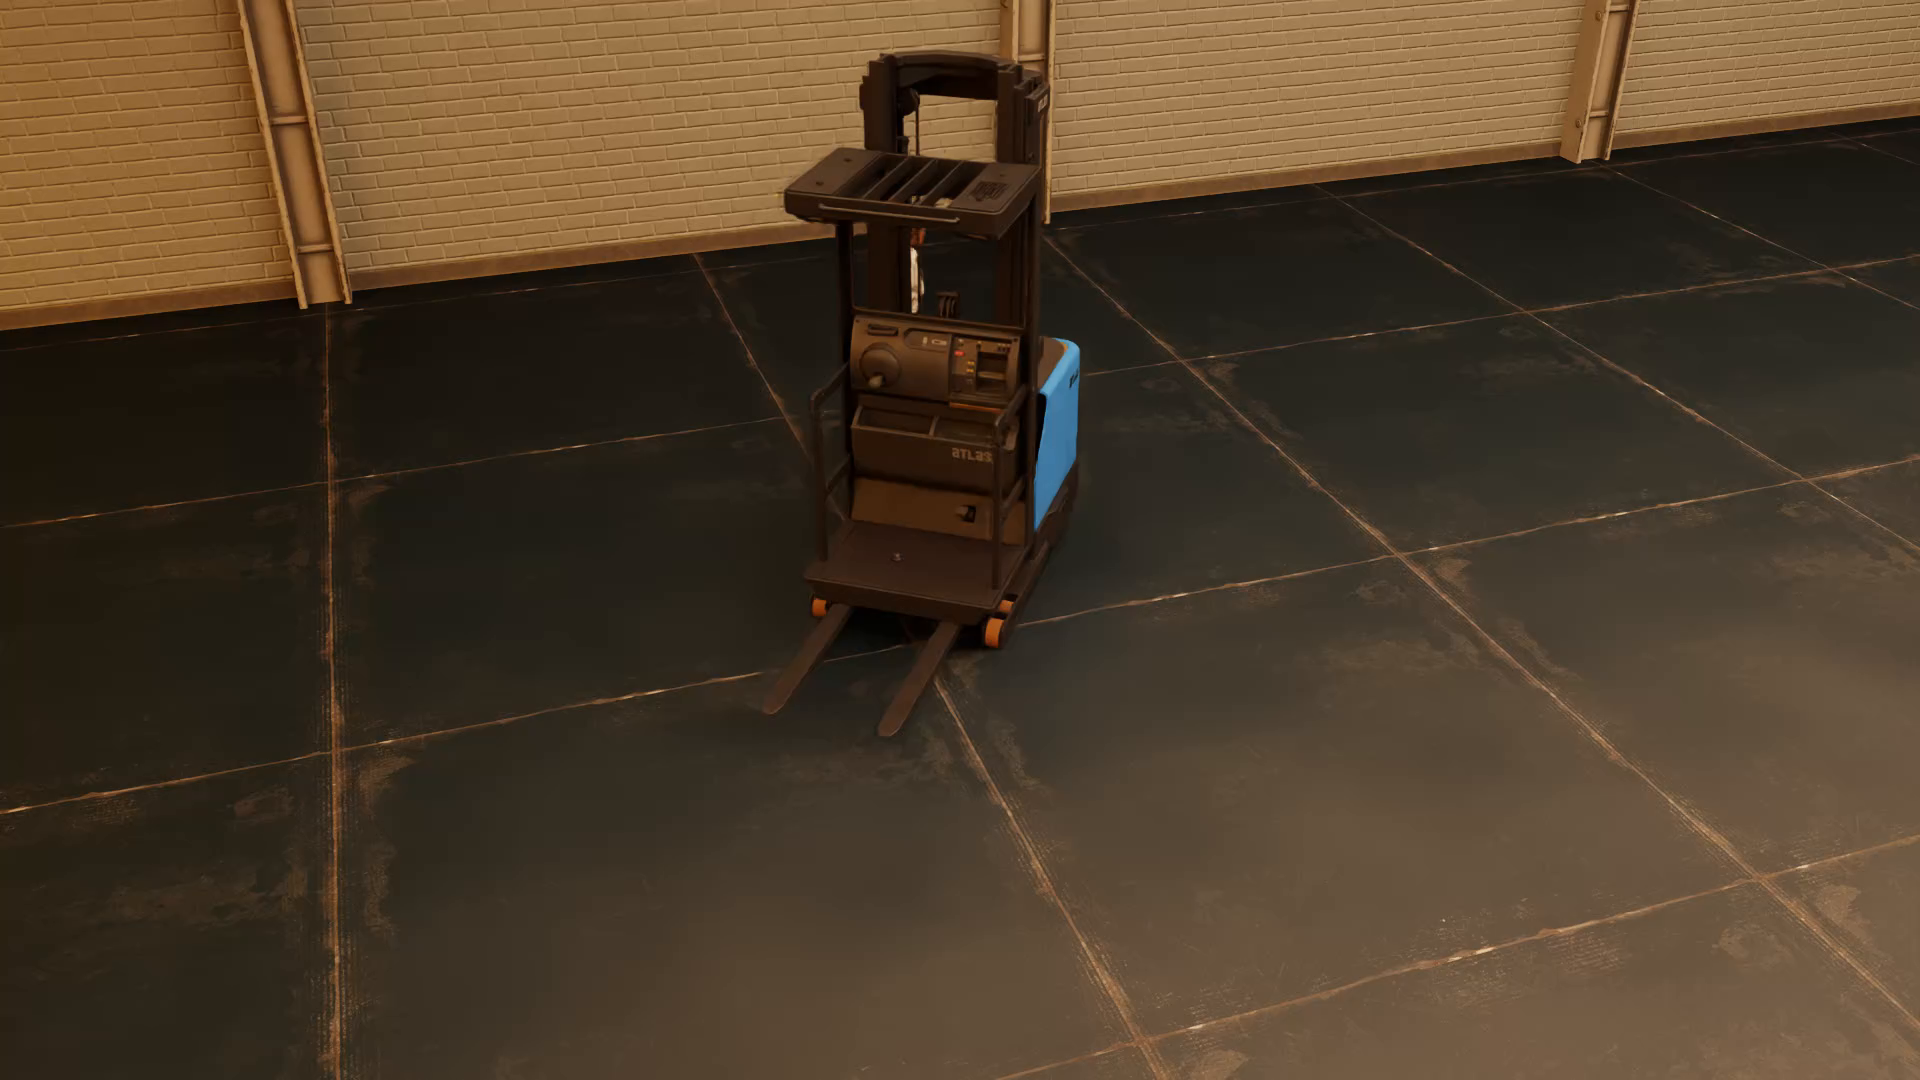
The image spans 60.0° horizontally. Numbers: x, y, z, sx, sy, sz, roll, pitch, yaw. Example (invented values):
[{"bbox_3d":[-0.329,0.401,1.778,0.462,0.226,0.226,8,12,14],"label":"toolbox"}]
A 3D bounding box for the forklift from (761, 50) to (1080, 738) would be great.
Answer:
[{"bbox_3d":[-0.198,-0.906,8.662,1.130,2.935,3.031,9,31,15],"label":"forklift"}]

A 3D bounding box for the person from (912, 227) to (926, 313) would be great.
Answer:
[{"bbox_3d":[-0.386,-1.354,10.762,0.404,1.632,0.787,-4,30,-7],"label":"person"}]
